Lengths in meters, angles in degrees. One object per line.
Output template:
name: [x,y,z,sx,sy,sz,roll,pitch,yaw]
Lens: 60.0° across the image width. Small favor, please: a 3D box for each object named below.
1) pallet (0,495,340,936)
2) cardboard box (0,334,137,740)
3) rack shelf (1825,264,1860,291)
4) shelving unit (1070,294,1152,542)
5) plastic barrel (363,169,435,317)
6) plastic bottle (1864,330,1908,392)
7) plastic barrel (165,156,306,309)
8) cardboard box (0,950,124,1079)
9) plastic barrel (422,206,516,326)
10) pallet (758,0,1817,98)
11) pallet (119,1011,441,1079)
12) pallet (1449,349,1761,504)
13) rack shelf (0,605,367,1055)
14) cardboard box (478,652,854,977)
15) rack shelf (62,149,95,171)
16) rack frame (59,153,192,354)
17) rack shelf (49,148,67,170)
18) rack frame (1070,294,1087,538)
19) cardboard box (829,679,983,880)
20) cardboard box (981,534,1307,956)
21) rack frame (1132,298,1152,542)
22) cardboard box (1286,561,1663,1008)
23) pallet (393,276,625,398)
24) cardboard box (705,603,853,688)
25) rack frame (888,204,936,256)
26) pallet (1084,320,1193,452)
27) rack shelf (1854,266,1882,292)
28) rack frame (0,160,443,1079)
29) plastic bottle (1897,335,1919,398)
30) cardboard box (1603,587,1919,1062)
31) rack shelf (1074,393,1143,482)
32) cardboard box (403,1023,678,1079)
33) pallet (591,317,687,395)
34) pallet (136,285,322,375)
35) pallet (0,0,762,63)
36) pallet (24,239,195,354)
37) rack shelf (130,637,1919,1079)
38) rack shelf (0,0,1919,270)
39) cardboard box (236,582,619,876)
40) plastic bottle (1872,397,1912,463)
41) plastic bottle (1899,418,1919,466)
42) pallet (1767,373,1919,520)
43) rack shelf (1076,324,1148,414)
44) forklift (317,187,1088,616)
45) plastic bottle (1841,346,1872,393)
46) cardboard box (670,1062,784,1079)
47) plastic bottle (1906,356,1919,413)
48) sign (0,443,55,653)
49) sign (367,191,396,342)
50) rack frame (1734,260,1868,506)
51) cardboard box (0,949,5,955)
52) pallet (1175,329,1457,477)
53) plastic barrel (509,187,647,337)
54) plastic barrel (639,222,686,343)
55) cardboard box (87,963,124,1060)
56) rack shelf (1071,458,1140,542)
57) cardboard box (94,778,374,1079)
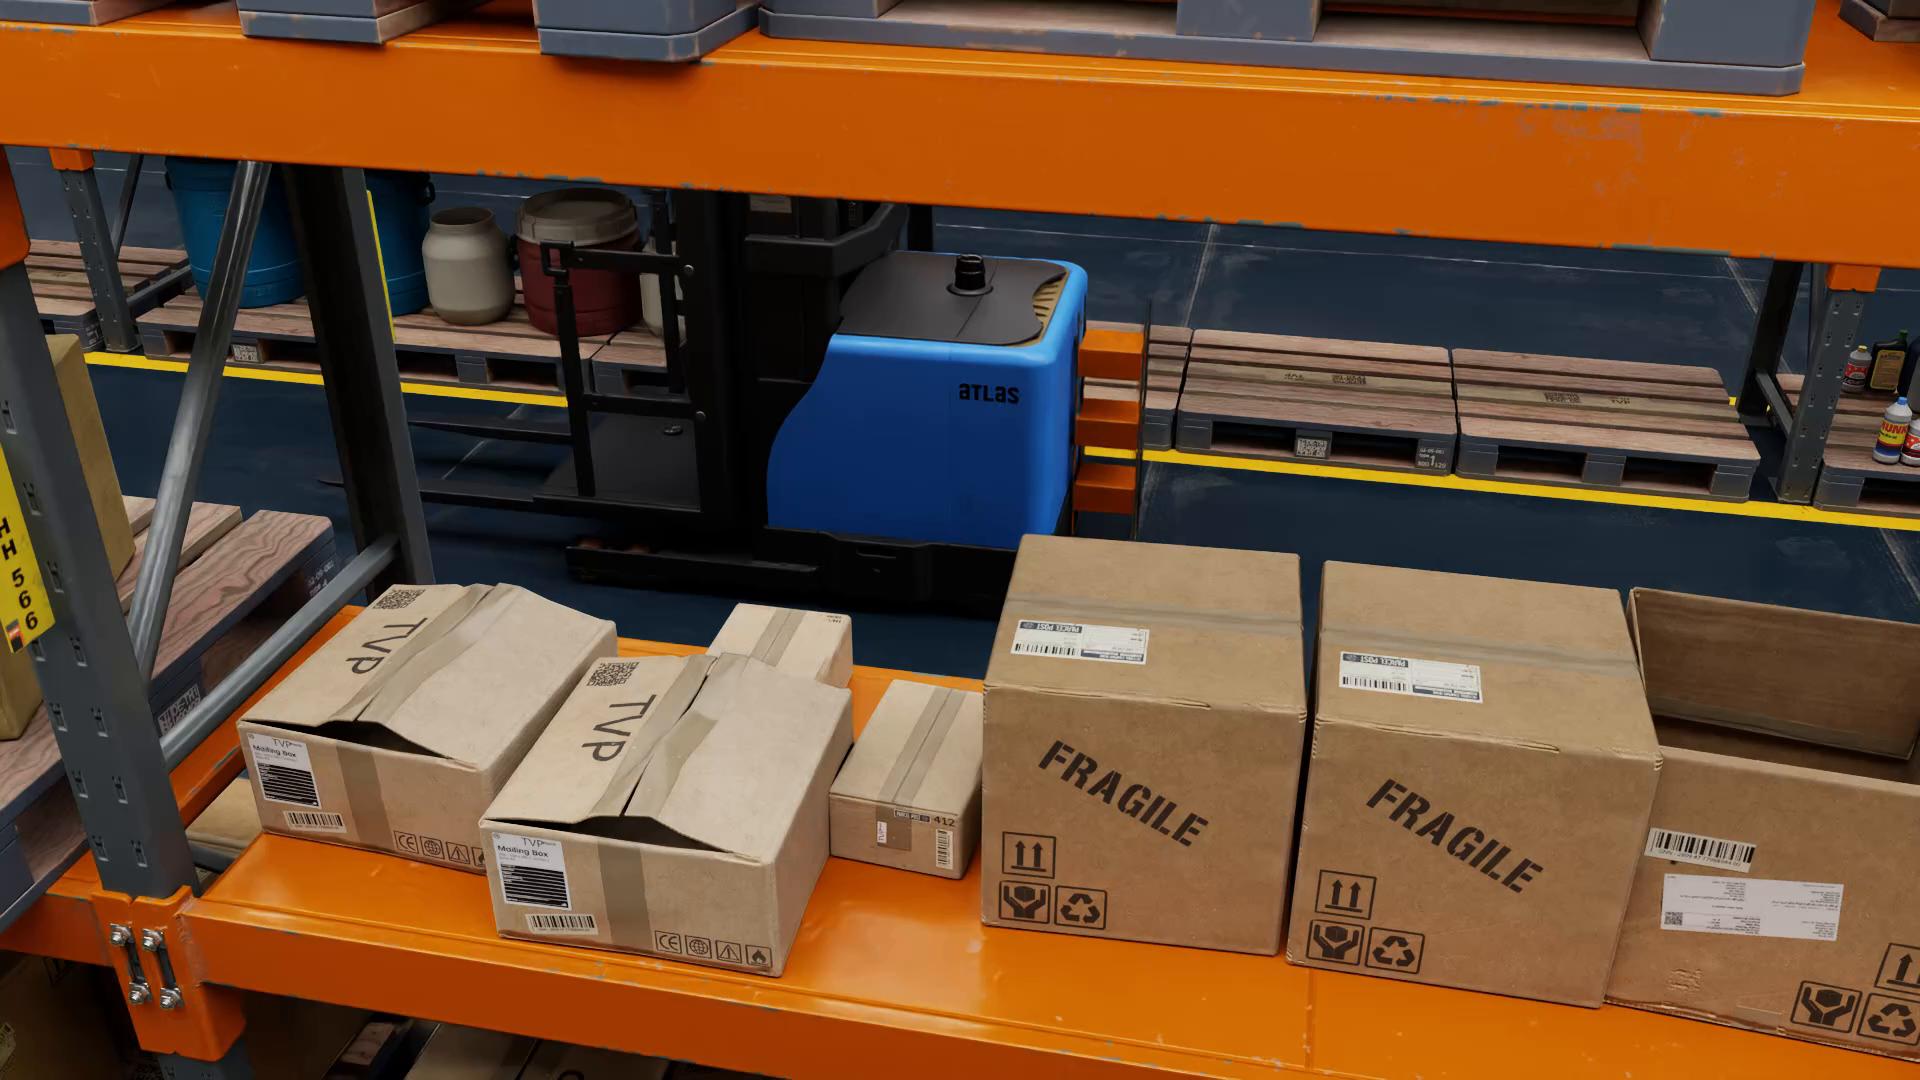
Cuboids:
pallet: [-2.001,0.274,3.326,1.003,0.211,1.213,6,29,11]
cardboard box: [-1.963,-0.014,3.110,0.500,0.500,0.700,-4,29,-6]
rack shelf: [1.670,-1.585,7.271,4.000,0.370,1.077,6,29,11]
shelving unit: [0.574,-0.406,6.398,0.252,1.050,0.215,5,29,10]
plastic barrel: [-2.976,-1.633,8.356,0.708,0.901,0.600,6,29,11]
plastic bottle: [4.166,-0.808,7.473,0.133,0.283,0.061,7,30,13]
plastic barrel: [-3.669,-1.704,8.486,0.708,0.901,0.600,6,29,11]
cardboard box: [-2.287,1.144,3.681,0.500,0.500,0.500,7,29,13]
plastic barrel: [-2.443,-1.363,8.270,0.421,0.512,0.421,0,29,0]
pallet: [0.453,-0.872,2.291,1.213,0.211,1.003,7,30,13]
pallet: [-2.046,1.355,4.055,1.213,0.211,1.003,6,29,11]
pallet: [2.850,-0.538,7.512,1.213,0.211,1.003,6,29,11]
rack shelf: [-3.280,0.340,3.755,4.000,0.370,1.077,6,29,11]
cardboard box: [-0.489,0.444,2.908,0.500,0.311,0.500,6,29,10]
rack shelf: [-2.242,-1.986,8.004,4.000,0.370,1.077,6,29,11]
rack frame: [-4.197,-2.502,8.197,0.127,3.000,1.000,6,29,11]
rack shelf: [-6.153,-2.387,8.736,4.000,0.370,1.077,6,29,11]
rack frame: [0.455,-0.417,6.419,0.008,1.050,0.200,5,29,10]
cardboard box: [-0.065,0.436,3.091,0.250,0.149,0.380,8,30,14]
cardboard box: [0.321,0.341,2.899,0.500,0.500,0.500,4,29,8]
rack frame: [0.694,-0.394,6.377,0.008,1.050,0.200,5,29,10]
cardboard box: [0.835,0.394,2.803,0.500,0.500,0.500,6,29,11]
pallet: [-2.255,-1.061,8.468,1.213,0.211,1.003,6,29,11]
cardboard box: [-0.386,0.295,3.349,0.250,0.149,0.380,6,29,11]
rack frame: [-0.286,-2.101,7.465,0.127,3.000,1.000,6,29,11]
pallet: [0.464,-0.782,7.959,1.213,0.211,1.003,6,29,11]
rack shelf: [5.582,-1.184,6.538,4.000,0.370,1.077,6,29,11]
rack frame: [-1.324,0.225,3.216,0.127,3.000,1.000,6,29,11]
plastic bottle: [4.316,-0.802,7.392,0.185,0.351,0.144,5,29,9]
cardboard box: [1.325,0.444,2.711,0.500,0.500,0.500,8,30,14]
rack shelf: [0.574,-0.397,6.403,0.240,0.259,0.215,5,29,10]
cardboard box: [-0.873,1.191,3.293,0.500,0.311,0.500,7,29,12]
pallet: [-1.065,-0.938,8.243,1.213,0.211,1.003,6,29,11]
pallet: [-3.452,-1.182,8.690,1.213,0.211,1.003,6,29,11]
pallet: [-0.641,-0.982,2.494,1.003,0.211,1.213,7,30,13]
pallet: [-4.925,-1.335,8.968,1.213,0.211,1.003,6,29,11]
rack shelf: [0.632,0.741,3.023,4.000,0.370,1.077,6,29,11]
rack shelf: [0.632,-0.575,2.302,4.000,0.370,1.077,6,29,11]
cardboard box: [-0.977,0.321,3.134,0.500,0.311,0.500,8,30,14]
plastic bottle: [3.846,-0.459,6.847,0.097,0.271,0.097,0,29,0]
plastic bottle: [3.946,-0.418,6.845,0.097,0.201,0.097,0,29,0]
pallet: [4.274,-0.390,7.243,1.213,0.211,1.003,6,29,11]
rack shelf: [0.574,-0.646,6.267,0.240,0.259,0.215,5,29,10]
forklift: [-1.057,-1.348,6.161,3.031,2.935,1.130,5,29,10]
plastic bottle: [4.046,-0.776,7.499,0.097,0.201,0.097,0,29,0]
cardboard box: [-0.357,1.240,3.204,0.500,0.311,0.500,5,29,9]
plastic bottle: [4.286,-0.734,7.268,0.185,0.351,0.144,6,29,11]
sign: [-1.428,0.007,2.490,0.005,0.325,0.100,6,29,11]
sign: [-1.211,-0.544,3.415,0.005,0.325,0.100,6,29,11]
rack frame: [3.626,-1.700,6.732,0.127,3.000,1.000,6,29,11]
cardboard box: [-2.343,0.812,3.507,0.500,0.250,0.500,7,29,12]
pallet: [1.653,-0.659,7.734,1.213,0.211,1.003,6,29,11]
plastic barrel: [-1.872,-1.382,8.225,0.708,0.588,0.600,6,29,11]
plastic barrel: [-1.338,-1.250,8.063,0.421,0.512,0.421,0,29,0]
cardboard box: [-2.222,0.898,4.131,0.500,0.500,0.500,5,29,9]
rack shelf: [0.574,-0.153,6.537,0.240,0.259,0.215,5,29,10]
cardboard box: [-1.709,0.948,4.039,0.500,0.500,0.500,7,29,13]
